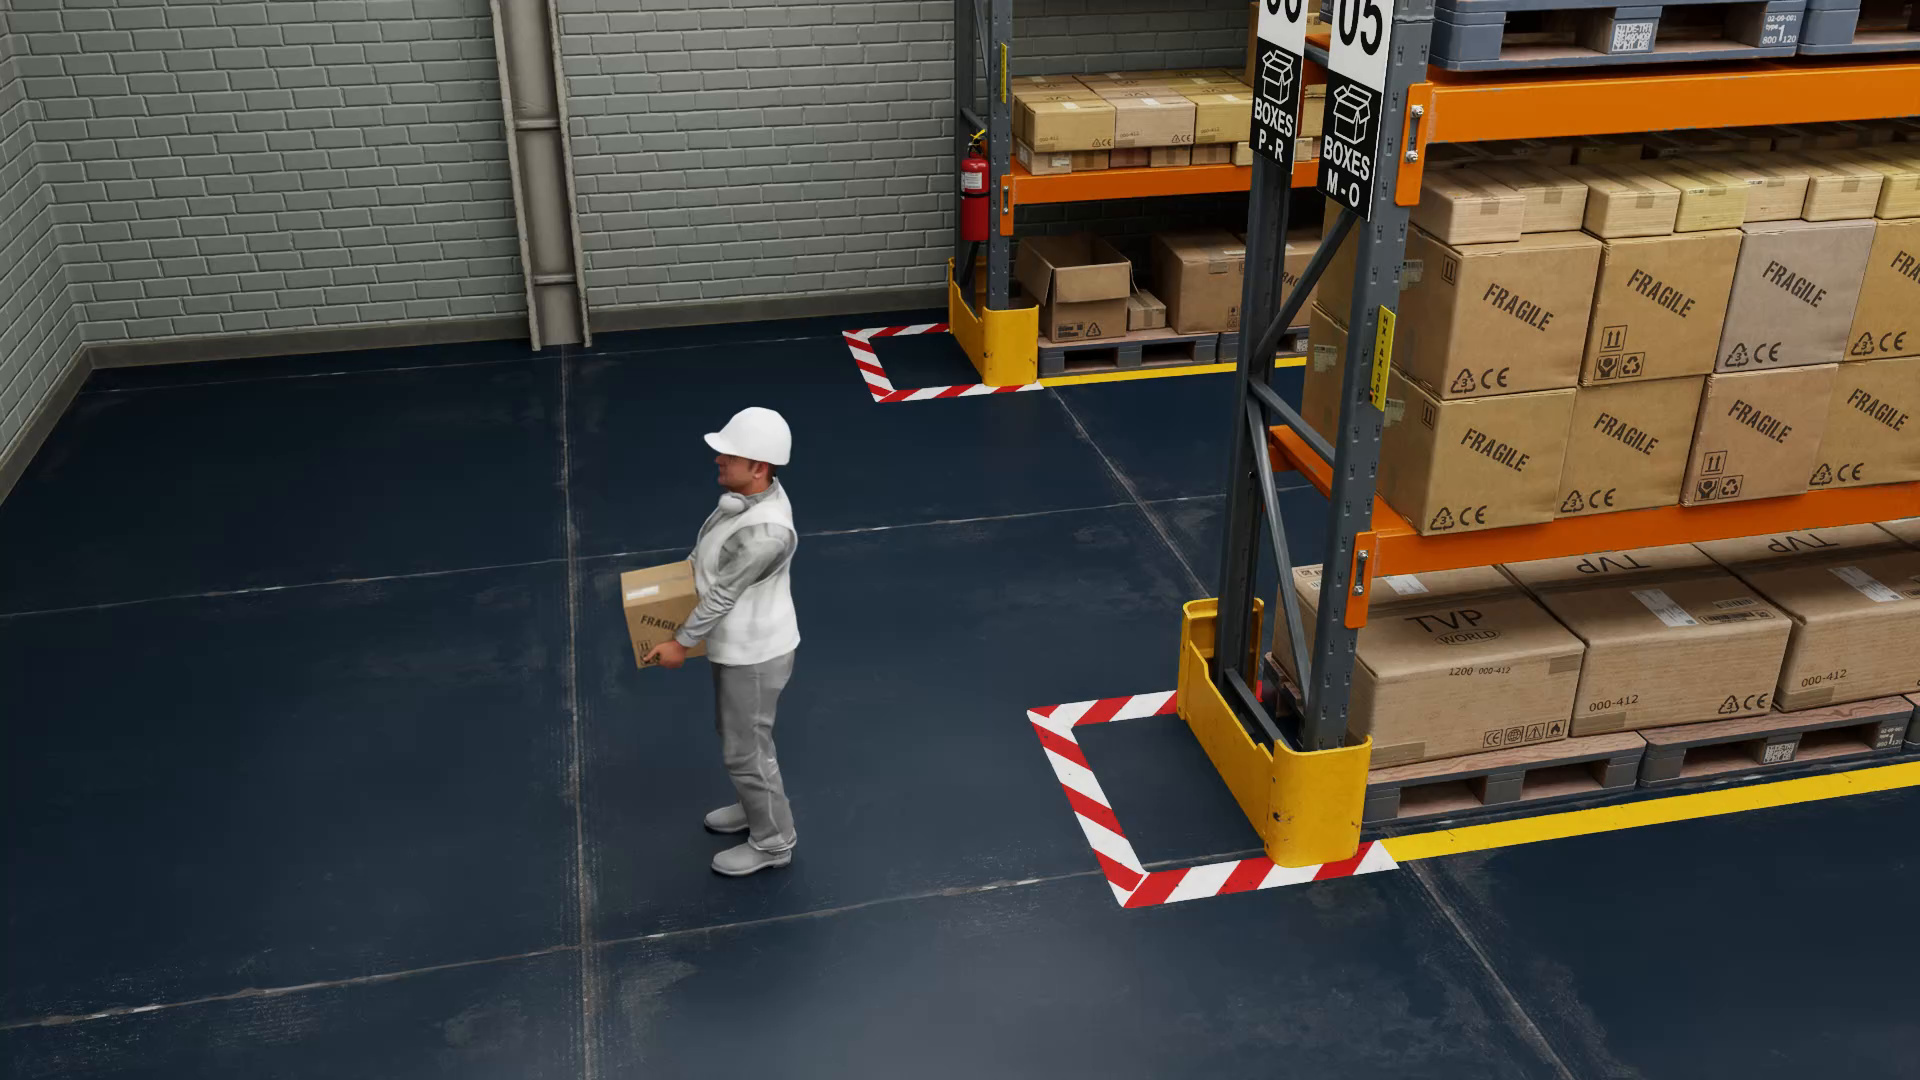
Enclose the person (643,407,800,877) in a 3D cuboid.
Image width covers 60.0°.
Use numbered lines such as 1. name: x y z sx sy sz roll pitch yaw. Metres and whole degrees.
1. person: -0.836 0.370 5.856 0.554 1.762 0.494 -6 27 -11
